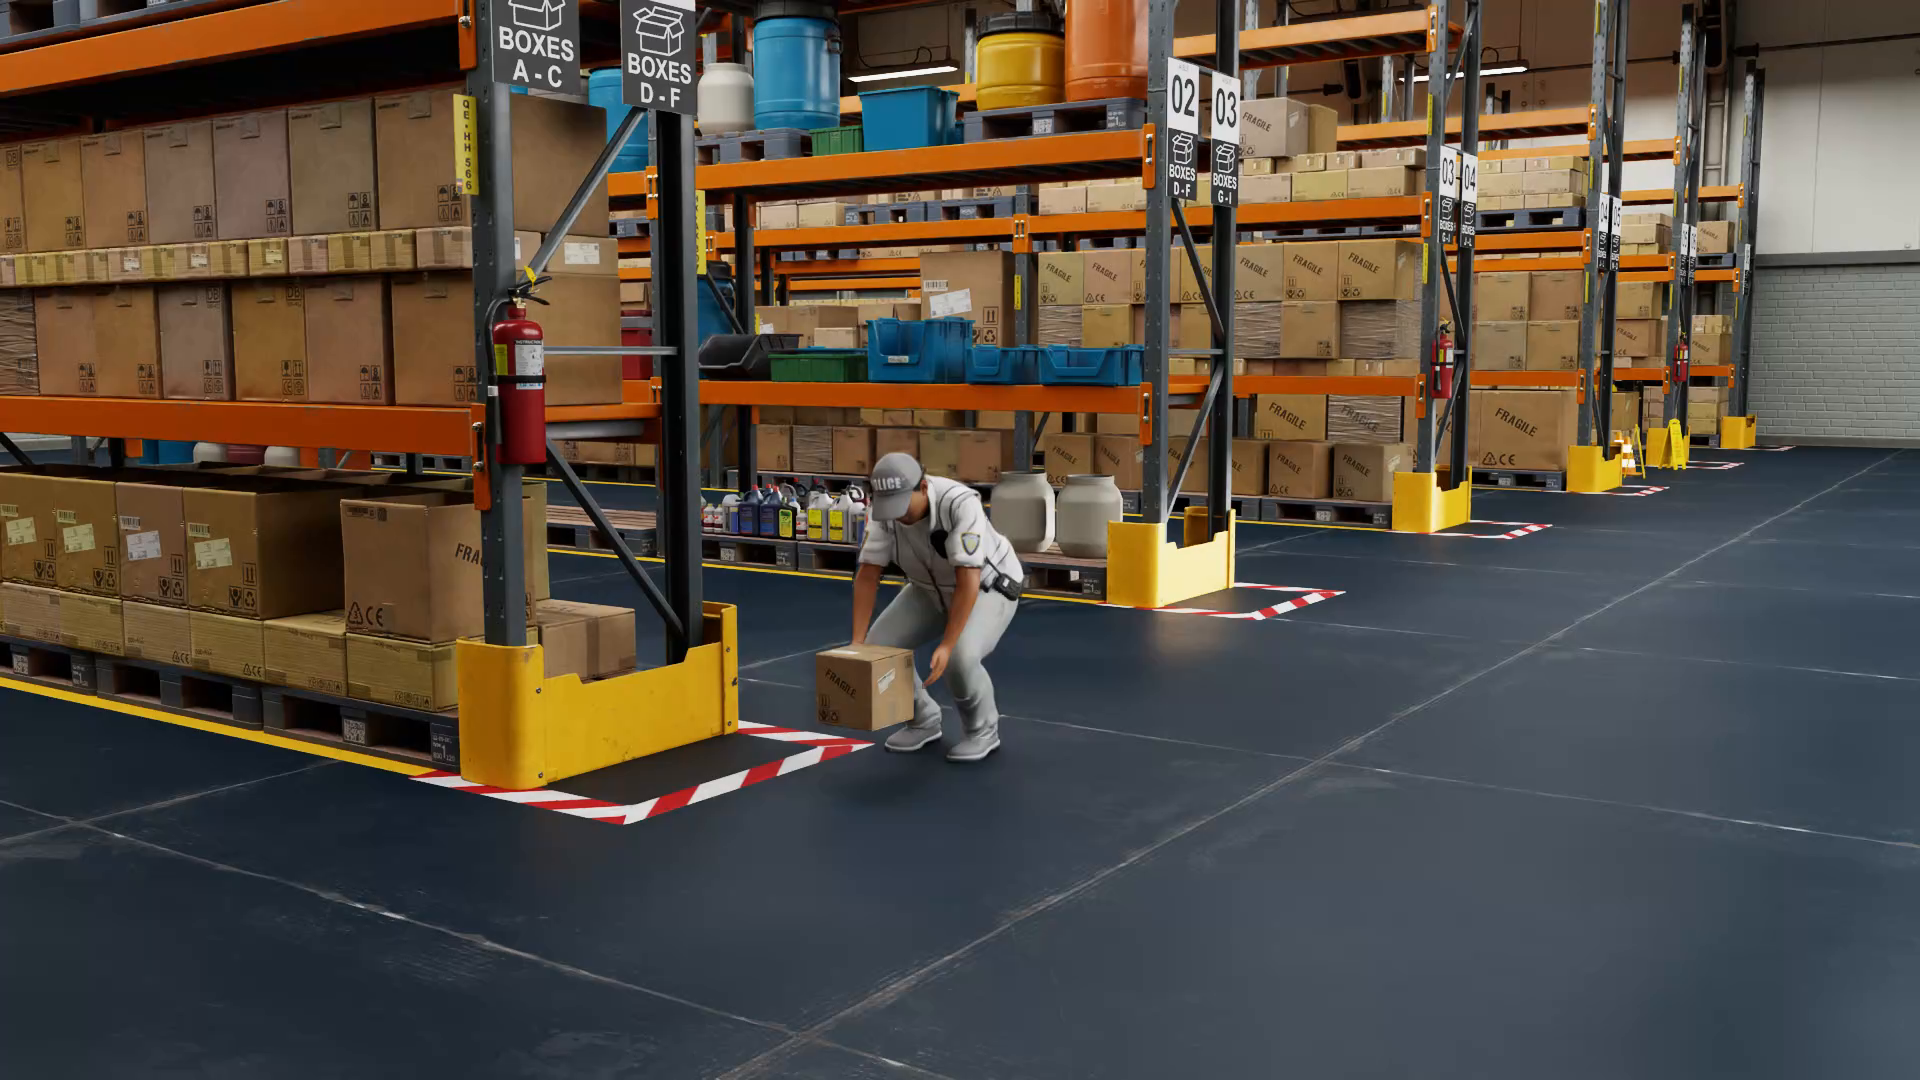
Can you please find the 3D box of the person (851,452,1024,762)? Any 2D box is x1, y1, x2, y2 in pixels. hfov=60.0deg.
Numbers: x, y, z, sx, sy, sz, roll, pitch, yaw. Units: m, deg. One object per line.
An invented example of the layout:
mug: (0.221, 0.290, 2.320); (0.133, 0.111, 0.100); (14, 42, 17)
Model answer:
person: (-0.080, 0.238, 6.182); (0.541, 1.158, 0.817); (4, 8, 33)
